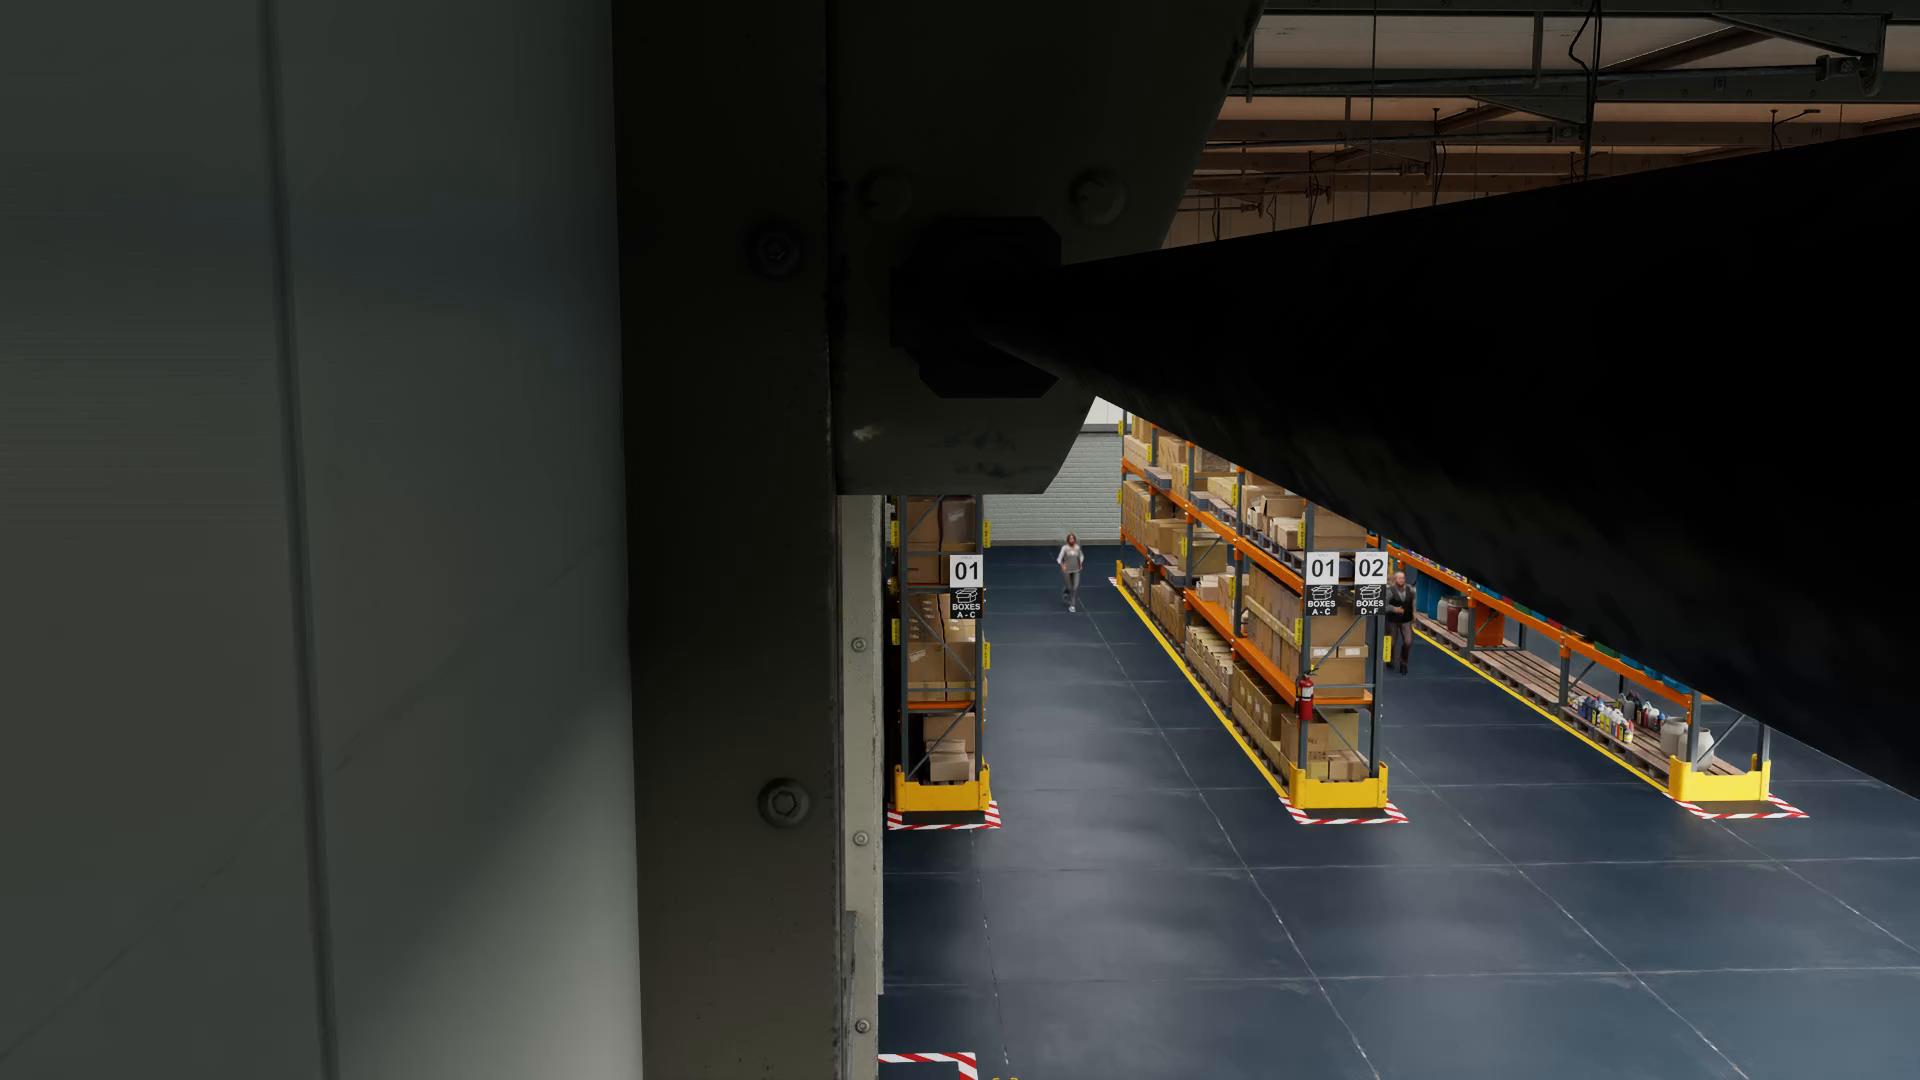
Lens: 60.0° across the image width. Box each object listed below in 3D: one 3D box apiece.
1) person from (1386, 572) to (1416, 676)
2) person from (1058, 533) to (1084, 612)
[{"bbox_3d":[7.350,1.397,27.804,0.633,1.754,0.812,0,8,0],"label":"person"},{"bbox_3d":[2.234,0.641,33.470,0.548,1.569,0.632,-1,9,-10],"label":"person"}]
